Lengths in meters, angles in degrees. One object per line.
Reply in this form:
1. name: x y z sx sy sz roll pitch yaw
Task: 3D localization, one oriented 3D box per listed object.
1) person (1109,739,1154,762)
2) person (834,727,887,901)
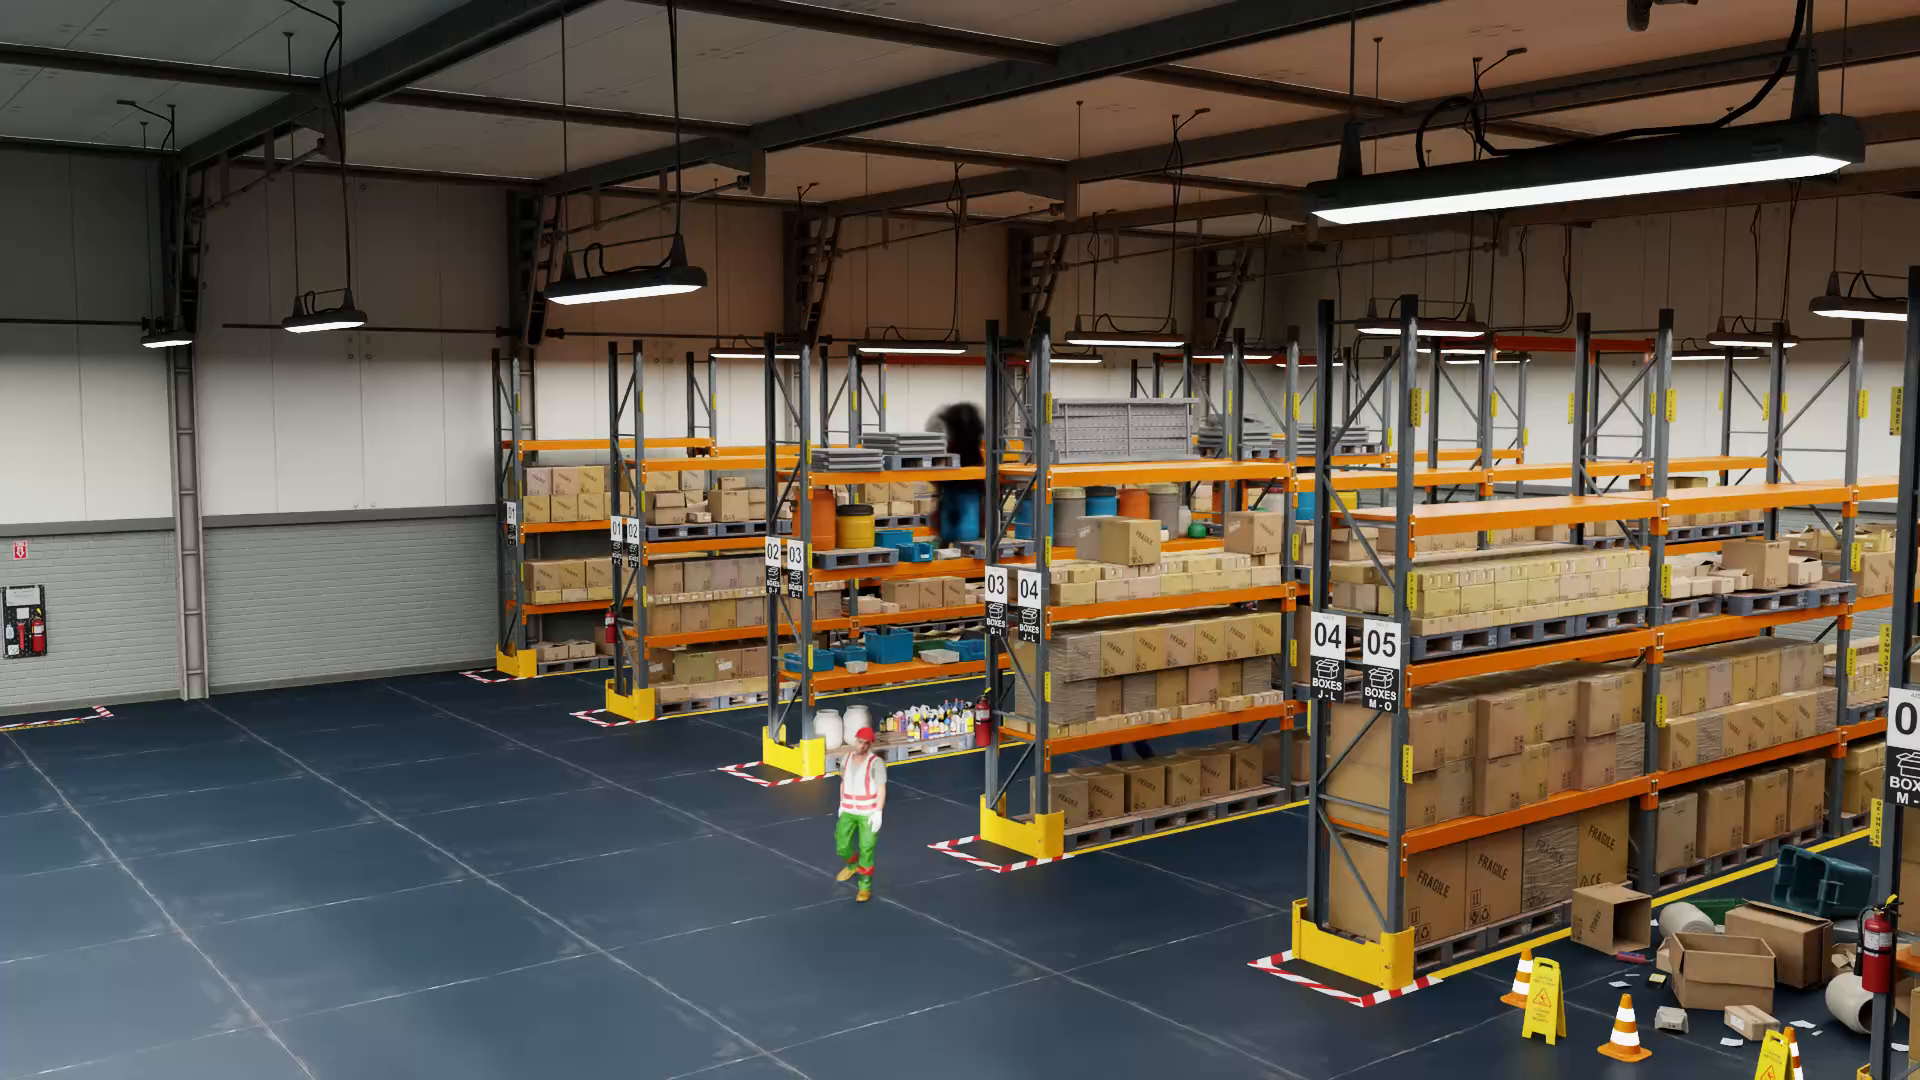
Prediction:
1. person: 2.322 2.393 22.284 0.779 1.609 0.698 -1 5 -14
2. person: -1.022 2.775 17.034 0.647 1.779 0.606 2 5 19
